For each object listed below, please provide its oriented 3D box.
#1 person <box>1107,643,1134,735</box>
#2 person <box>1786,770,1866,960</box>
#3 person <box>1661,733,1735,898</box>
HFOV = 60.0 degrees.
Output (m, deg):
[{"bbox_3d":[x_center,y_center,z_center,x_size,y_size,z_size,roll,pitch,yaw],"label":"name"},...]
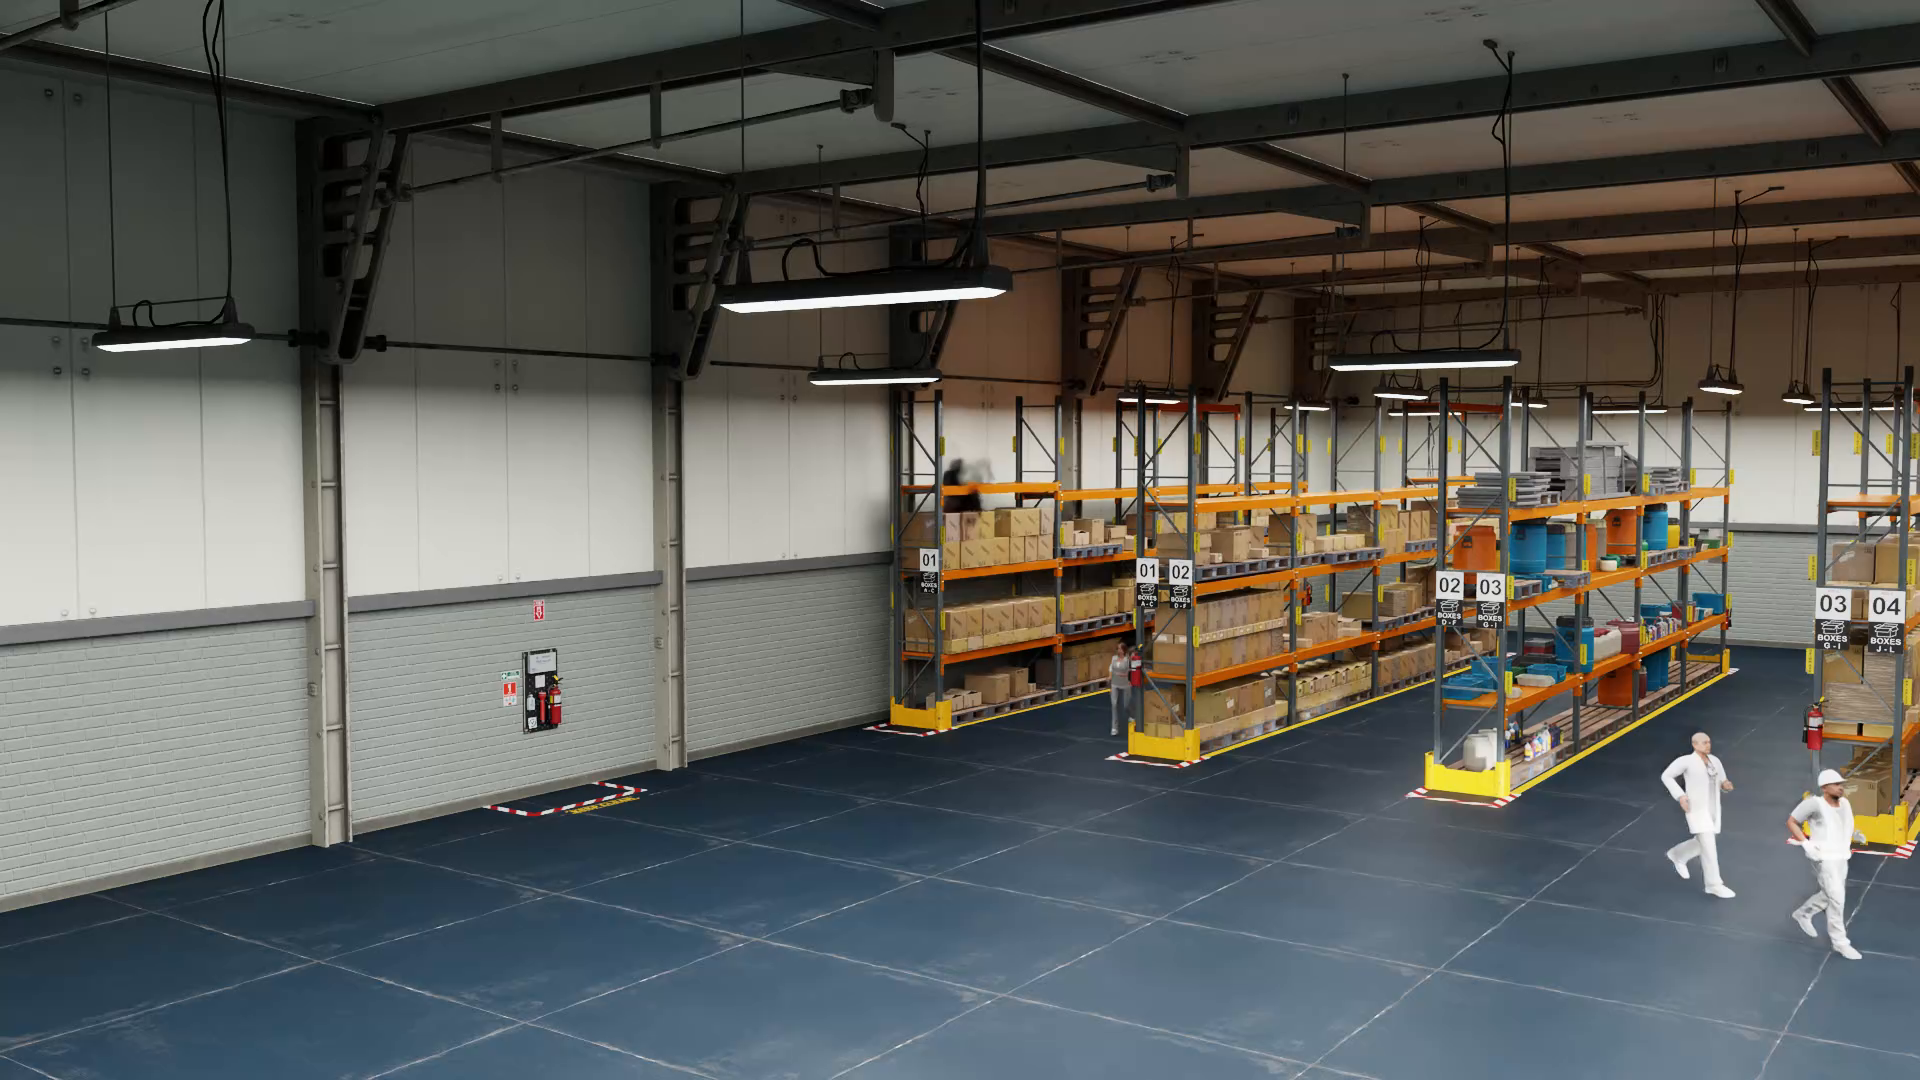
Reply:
[{"bbox_3d":[2.803,2.570,28.952,0.545,1.575,0.853,1,4,24],"label":"person"},{"bbox_3d":[8.621,3.171,16.531,0.678,1.792,0.860,-1,4,-24],"label":"person"},{"bbox_3d":[8.323,3.040,18.686,0.709,1.753,1.057,-1,3,-23],"label":"person"}]
